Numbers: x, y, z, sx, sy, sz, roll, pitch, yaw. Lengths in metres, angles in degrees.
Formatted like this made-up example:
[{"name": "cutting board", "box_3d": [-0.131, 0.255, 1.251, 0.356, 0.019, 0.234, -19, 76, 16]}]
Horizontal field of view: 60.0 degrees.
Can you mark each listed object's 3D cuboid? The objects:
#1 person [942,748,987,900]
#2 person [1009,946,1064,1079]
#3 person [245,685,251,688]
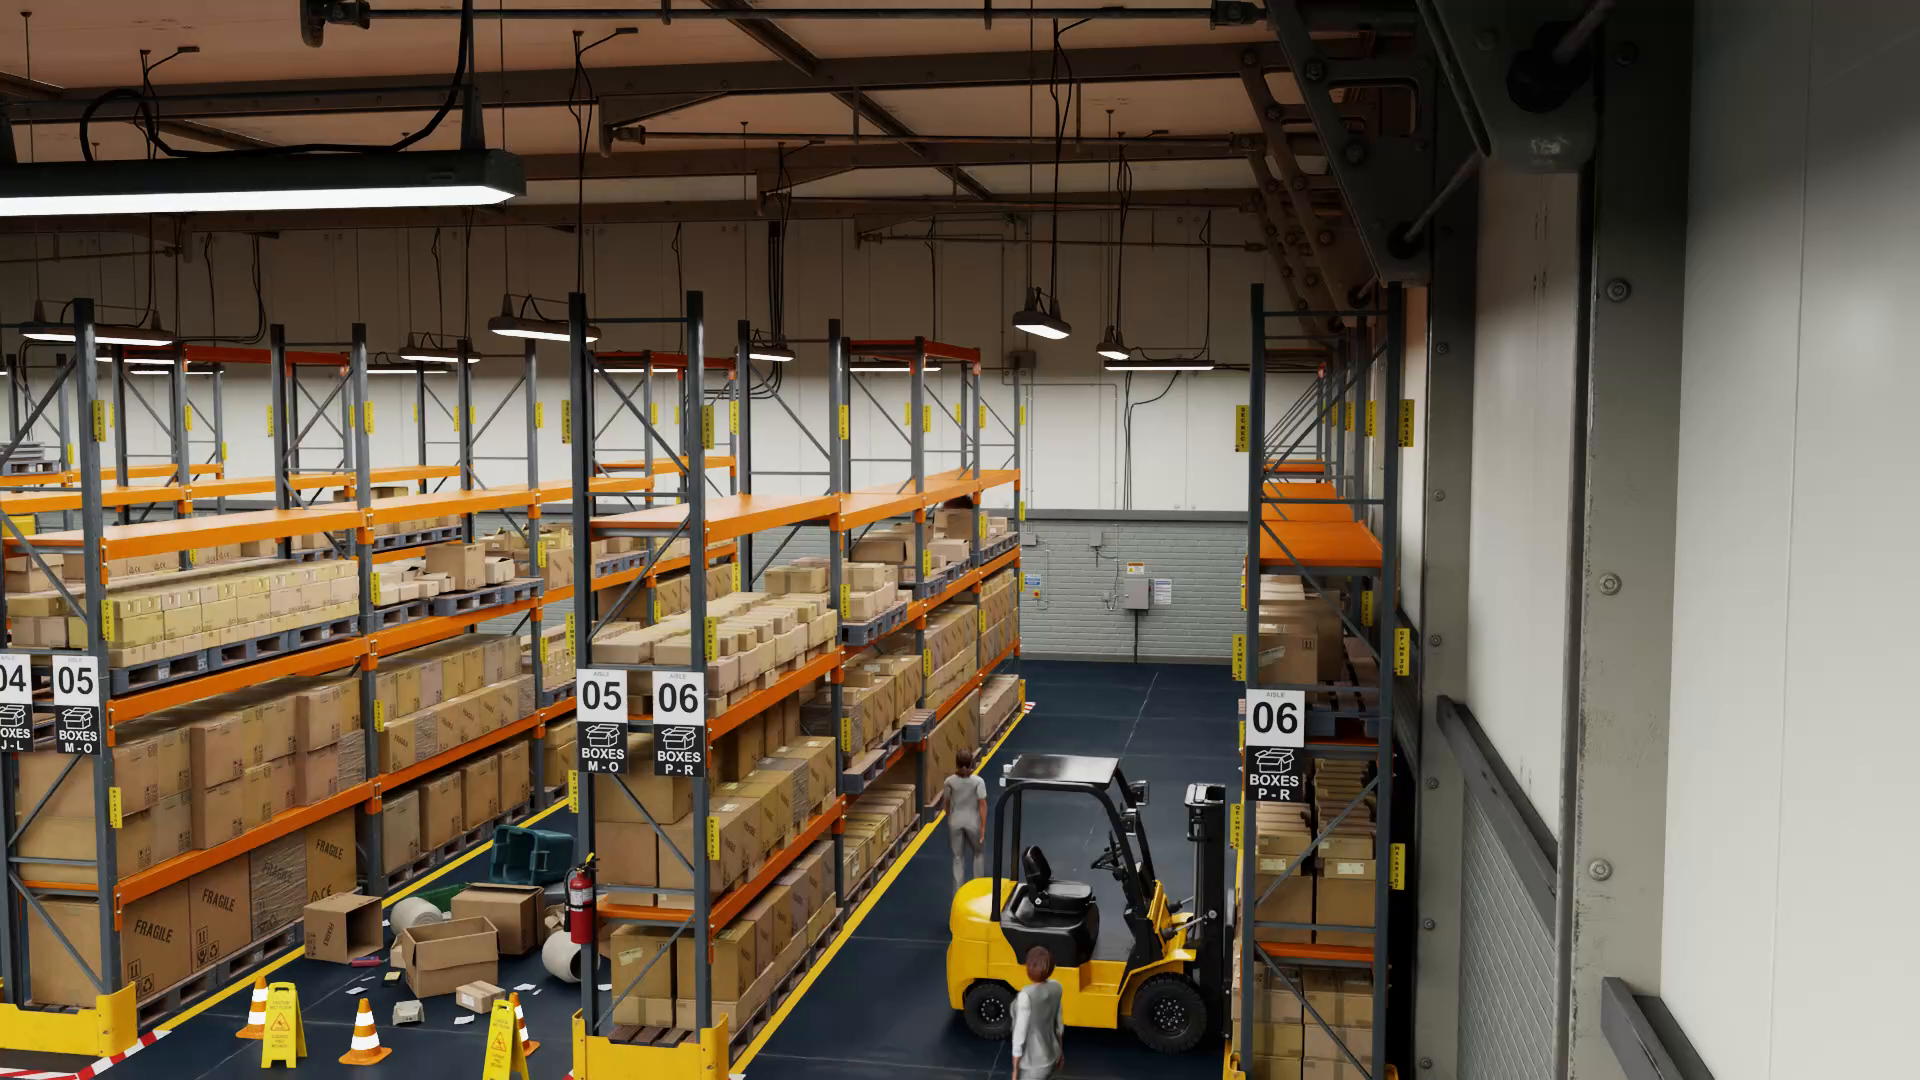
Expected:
[{"name": "person", "box_3d": [0.058, 2.958, 17.024, 0.469, 1.693, 0.676, 1, 5, 8]}, {"name": "person", "box_3d": [0.532, 3.476, 11.042, 0.377, 1.608, 0.488, 2, 5, 28]}, {"name": "person", "box_3d": [-9.116, 2.601, 21.681, 0.462, 1.689, 0.478, -4, 6, -43]}]
